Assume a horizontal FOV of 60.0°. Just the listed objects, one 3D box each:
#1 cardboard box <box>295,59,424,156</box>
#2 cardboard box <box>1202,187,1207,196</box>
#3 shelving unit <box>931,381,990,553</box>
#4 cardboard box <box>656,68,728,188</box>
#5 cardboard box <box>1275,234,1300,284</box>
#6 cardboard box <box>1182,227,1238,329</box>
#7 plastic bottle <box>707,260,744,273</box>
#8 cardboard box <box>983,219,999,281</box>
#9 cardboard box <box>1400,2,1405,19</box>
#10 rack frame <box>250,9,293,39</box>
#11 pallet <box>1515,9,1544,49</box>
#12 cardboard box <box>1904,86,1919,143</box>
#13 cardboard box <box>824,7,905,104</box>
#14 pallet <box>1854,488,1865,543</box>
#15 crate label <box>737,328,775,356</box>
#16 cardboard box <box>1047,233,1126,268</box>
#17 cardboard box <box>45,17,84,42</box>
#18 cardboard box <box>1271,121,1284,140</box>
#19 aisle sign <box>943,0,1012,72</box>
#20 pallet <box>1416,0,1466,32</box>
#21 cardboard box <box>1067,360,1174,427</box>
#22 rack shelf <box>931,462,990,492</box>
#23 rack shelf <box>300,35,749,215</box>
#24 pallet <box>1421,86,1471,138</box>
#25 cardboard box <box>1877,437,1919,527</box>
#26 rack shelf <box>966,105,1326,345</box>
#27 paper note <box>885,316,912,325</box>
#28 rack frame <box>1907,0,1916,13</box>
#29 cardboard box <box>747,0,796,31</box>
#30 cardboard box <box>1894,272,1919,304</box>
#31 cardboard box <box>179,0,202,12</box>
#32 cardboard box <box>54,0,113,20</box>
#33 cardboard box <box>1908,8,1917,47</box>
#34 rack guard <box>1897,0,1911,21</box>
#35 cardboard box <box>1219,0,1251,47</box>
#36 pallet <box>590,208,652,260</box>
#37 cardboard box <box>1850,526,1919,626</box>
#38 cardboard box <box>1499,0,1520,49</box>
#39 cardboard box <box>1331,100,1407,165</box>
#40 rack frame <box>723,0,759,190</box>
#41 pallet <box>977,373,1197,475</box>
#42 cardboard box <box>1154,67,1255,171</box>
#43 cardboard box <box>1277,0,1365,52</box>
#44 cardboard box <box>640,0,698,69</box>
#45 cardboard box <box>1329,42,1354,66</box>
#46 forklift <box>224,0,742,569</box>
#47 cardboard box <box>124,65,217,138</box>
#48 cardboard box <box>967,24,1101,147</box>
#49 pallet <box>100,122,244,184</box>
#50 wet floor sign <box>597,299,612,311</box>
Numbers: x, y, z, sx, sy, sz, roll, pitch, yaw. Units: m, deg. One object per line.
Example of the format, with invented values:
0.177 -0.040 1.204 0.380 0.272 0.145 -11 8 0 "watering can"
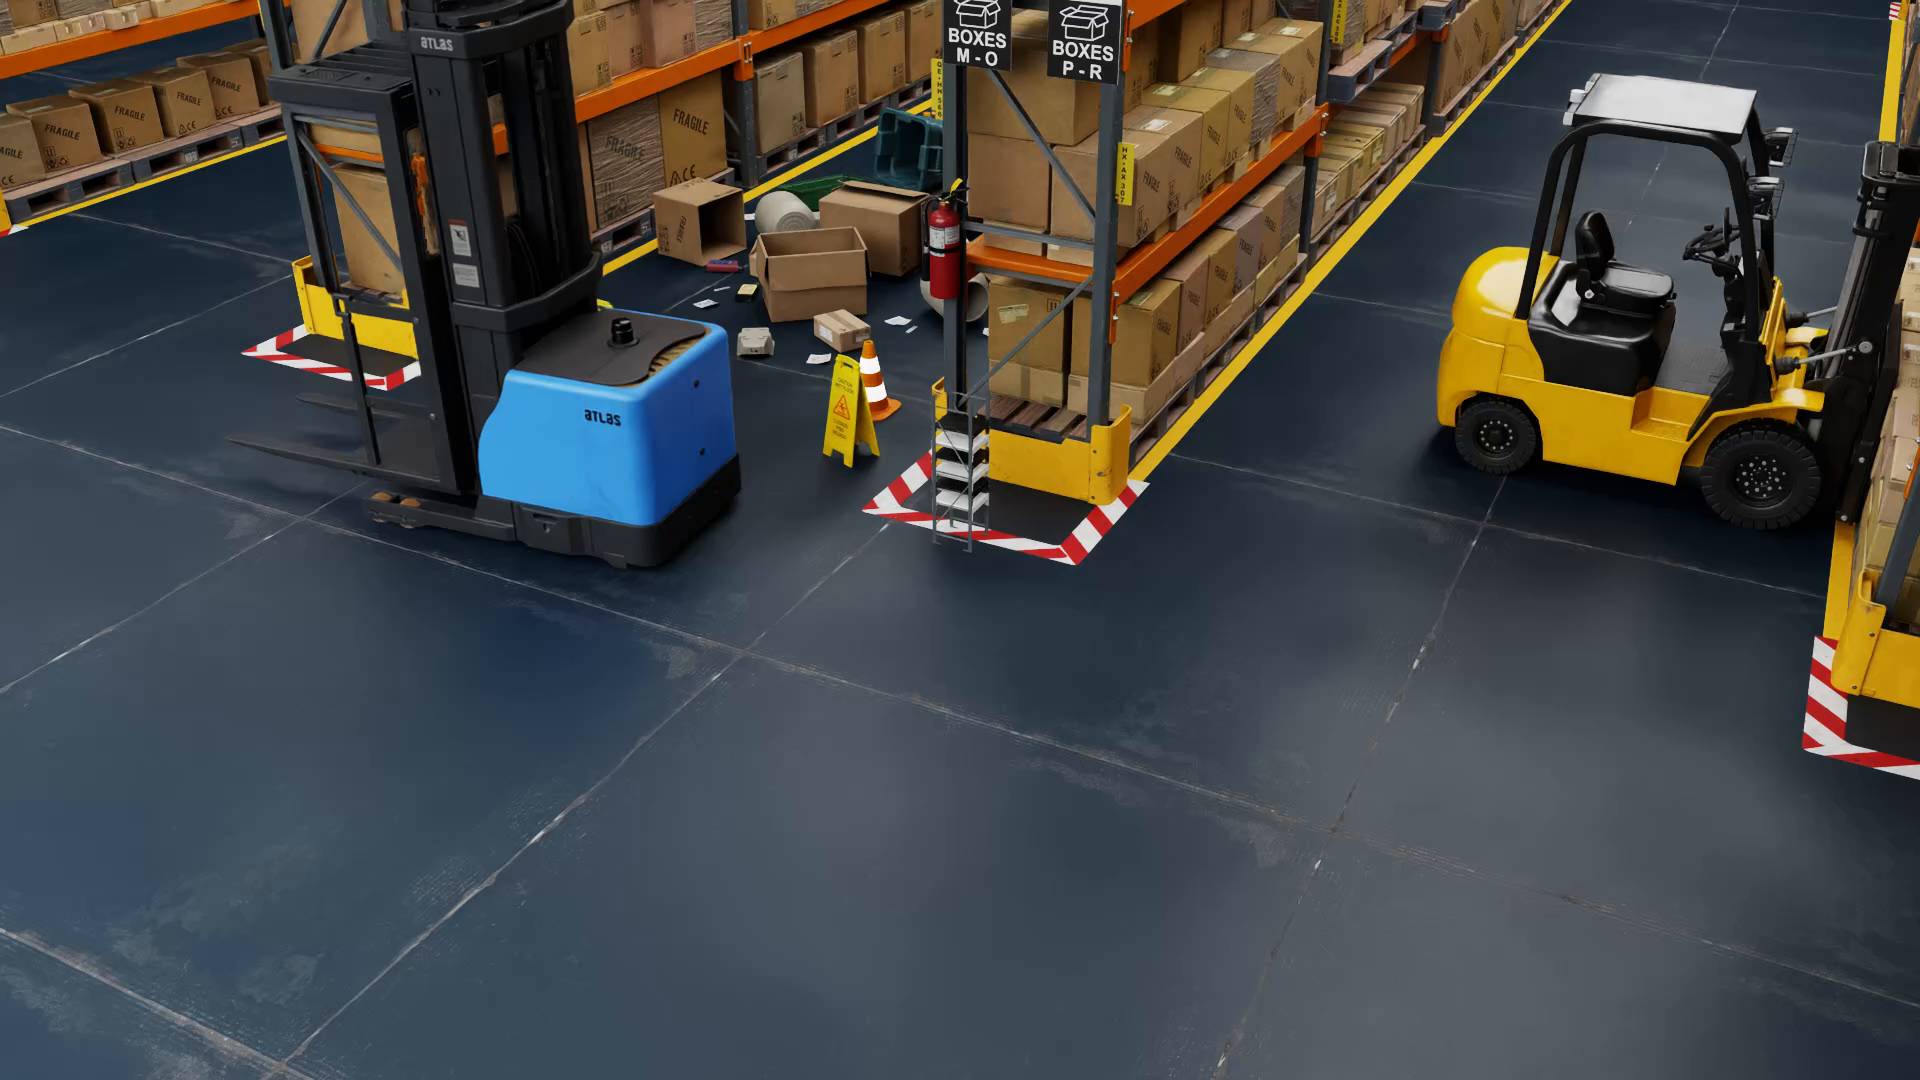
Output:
-3.948 -2.982 11.279 0.875 0.550 0.550 14 33 23 "cardboard box"
1.322 -2.228 10.370 0.380 0.149 0.250 15 33 25 "cardboard box"
0.004 -0.394 9.032 0.258 0.900 0.210 14 33 23 "shelving unit"
-2.603 -3.513 14.067 0.875 0.875 0.875 15 33 24 "cardboard box"
2.169 -2.103 12.240 0.500 0.250 0.500 16 33 25 "cardboard box"
1.470 -1.737 10.850 0.500 0.500 0.500 15 33 24 "cardboard box"
-1.807 -2.120 12.880 0.283 0.061 0.133 4 30 6 "plastic bottle"
0.499 -2.188 12.555 0.500 0.500 0.500 -12 32 -20 "cardboard box"
3.446 -4.380 13.695 0.380 0.149 0.250 13 32 22 "cardboard box"
-6.623 -5.685 16.138 1.000 3.000 0.127 14 33 23 "rack frame"
6.259 -6.093 19.649 1.003 0.211 1.213 14 33 23 "pallet"
8.916 -3.872 15.069 0.500 0.500 0.500 16 33 25 "cardboard box"
-1.185 -4.857 16.533 1.050 0.750 0.750 15 33 24 "cardboard box"
5.665 -0.217 9.416 1.003 0.211 1.213 14 33 23 "pallet"
-1.416 -1.369 11.497 0.250 0.136 0.298 -1 30 -3 "crate label"
0.715 -1.658 9.378 0.380 0.149 0.250 14 33 23 "cardboard box"
-7.630 -4.314 14.002 0.380 0.149 0.250 14 33 23 "cardboard box"
2.028 -2.906 11.551 0.380 0.149 0.250 14 33 24 "cardboard box"
0.090 -2.829 8.554 0.394 0.787 0.004 14 33 23 "aisle sign"
3.791 -4.787 14.766 1.213 0.211 1.003 14 33 23 "pallet"
0.990 -0.948 10.228 0.500 0.250 0.500 14 33 23 "cardboard box"
0.004 -0.365 9.049 0.258 0.077 0.200 14 33 23 "rack shelf"
-3.165 -3.316 12.735 1.077 0.370 4.000 14 33 23 "rack shelf"
4.447 -4.333 16.584 1.003 0.211 1.213 14 33 23 "pallet"
4.729 -0.237 7.987 0.500 0.250 0.500 15 33 25 "cardboard box"
1.287 -2.238 10.858 1.077 0.370 4.000 14 33 23 "rack shelf"
-0.444 -1.584 11.990 0.142 0.019 0.148 -25 38 -36 "paper note"
12.086 -7.632 19.528 1.000 3.000 0.127 14 33 23 "rack frame"
-1.775 -4.730 14.375 0.500 0.500 0.500 15 33 24 "cardboard box"
5.877 -1.368 9.956 0.500 0.250 0.500 14 33 23 "cardboard box"
-7.073 -4.871 14.973 0.380 0.149 0.250 14 33 23 "cardboard box"
-7.783 -4.782 14.167 0.875 0.500 0.500 14 33 23 "cardboard box"
10.826 -5.650 18.166 0.700 0.500 0.500 13 32 21 "cardboard box"
12.051 -6.515 20.092 1.175 0.500 0.348 14 33 23 "rack guard"
1.553 -3.675 11.235 0.700 0.500 0.500 14 33 24 "cardboard box"
-3.225 -2.443 13.293 1.003 0.211 1.213 14 33 23 "pallet"
4.730 0.191 8.244 0.500 0.250 0.500 15 33 24 "cardboard box"
5.632 -5.951 18.313 0.875 0.875 0.875 15 33 25 "cardboard box"
3.426 -3.675 14.855 0.950 0.372 0.625 14 33 22 "cardboard box"
-2.254 -4.515 14.100 1.000 3.000 0.127 14 33 23 "rack frame"
0.813 -0.840 10.501 1.003 0.211 1.213 14 33 23 "pallet"
1.528 -2.667 10.483 0.500 0.500 0.500 14 33 22 "cardboard box"
2.667 -3.934 12.268 0.500 0.500 0.500 15 33 24 "cardboard box"
-2.642 -4.165 13.340 0.875 0.550 0.550 14 33 23 "cardboard box"
2.732 -3.683 12.483 0.380 0.149 0.250 15 33 24 "cardboard box"
-2.835 -1.567 9.036 3.031 2.935 1.130 11 32 18 "forklift"
-7.308 -4.066 15.407 0.500 0.500 0.500 11 32 19 "cardboard box"
0.415 -2.545 9.267 0.700 0.500 0.500 13 33 22 "cardboard box"
-7.452 -3.627 15.354 1.003 0.211 1.213 14 33 23 "pallet"
-2.327 -1.259 10.794 0.267 0.644 0.232 9 31 15 "wet floor sign"
